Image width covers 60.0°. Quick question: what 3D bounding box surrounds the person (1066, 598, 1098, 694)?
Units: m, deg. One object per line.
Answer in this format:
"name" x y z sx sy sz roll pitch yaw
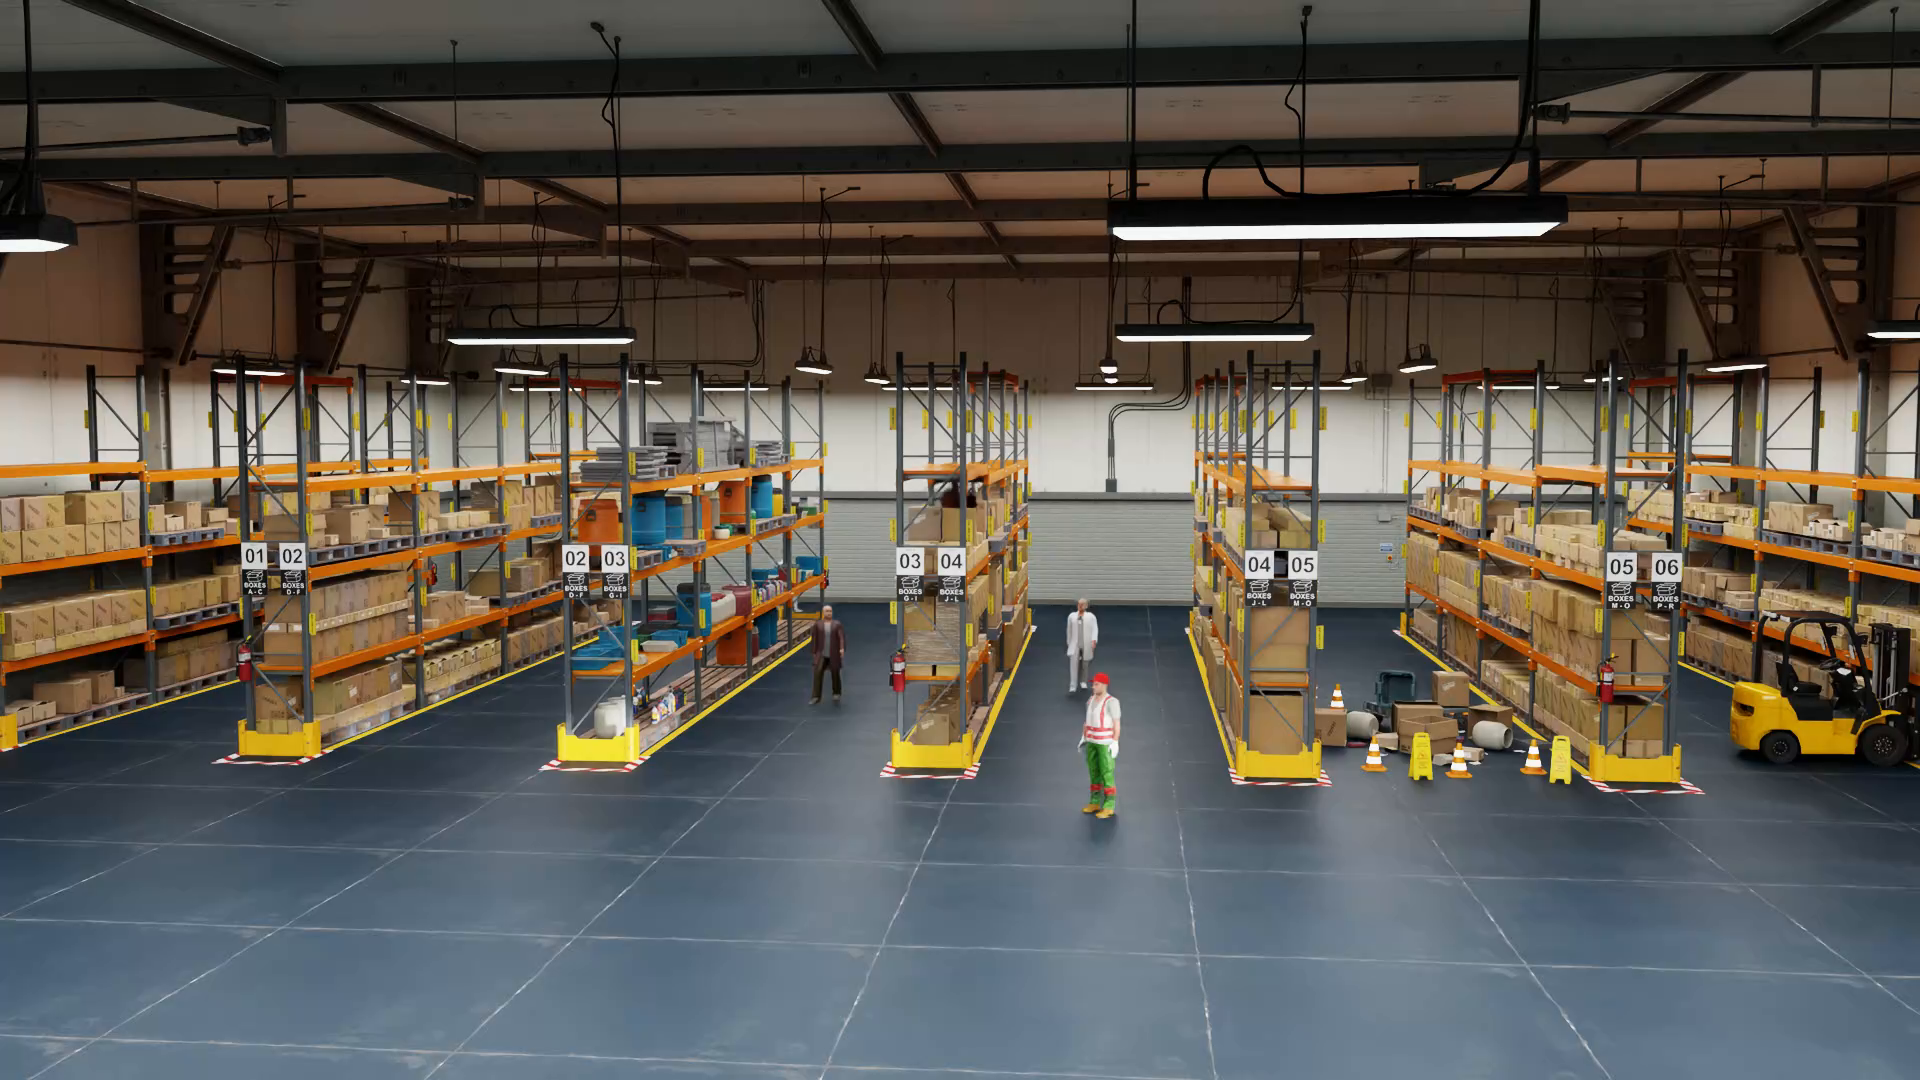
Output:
"person" 2.250 1.944 30.652 0.596 1.715 1.105 0 4 5

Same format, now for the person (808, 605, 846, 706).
"person" -2.333 2.066 29.370 0.700 1.638 1.094 1 4 14

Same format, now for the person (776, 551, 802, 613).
"person" -4.481 1.079 43.632 0.551 1.633 1.003 -3 5 -35

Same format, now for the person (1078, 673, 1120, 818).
"person" 1.754 2.599 21.227 0.387 1.808 0.586 -3 5 -38
